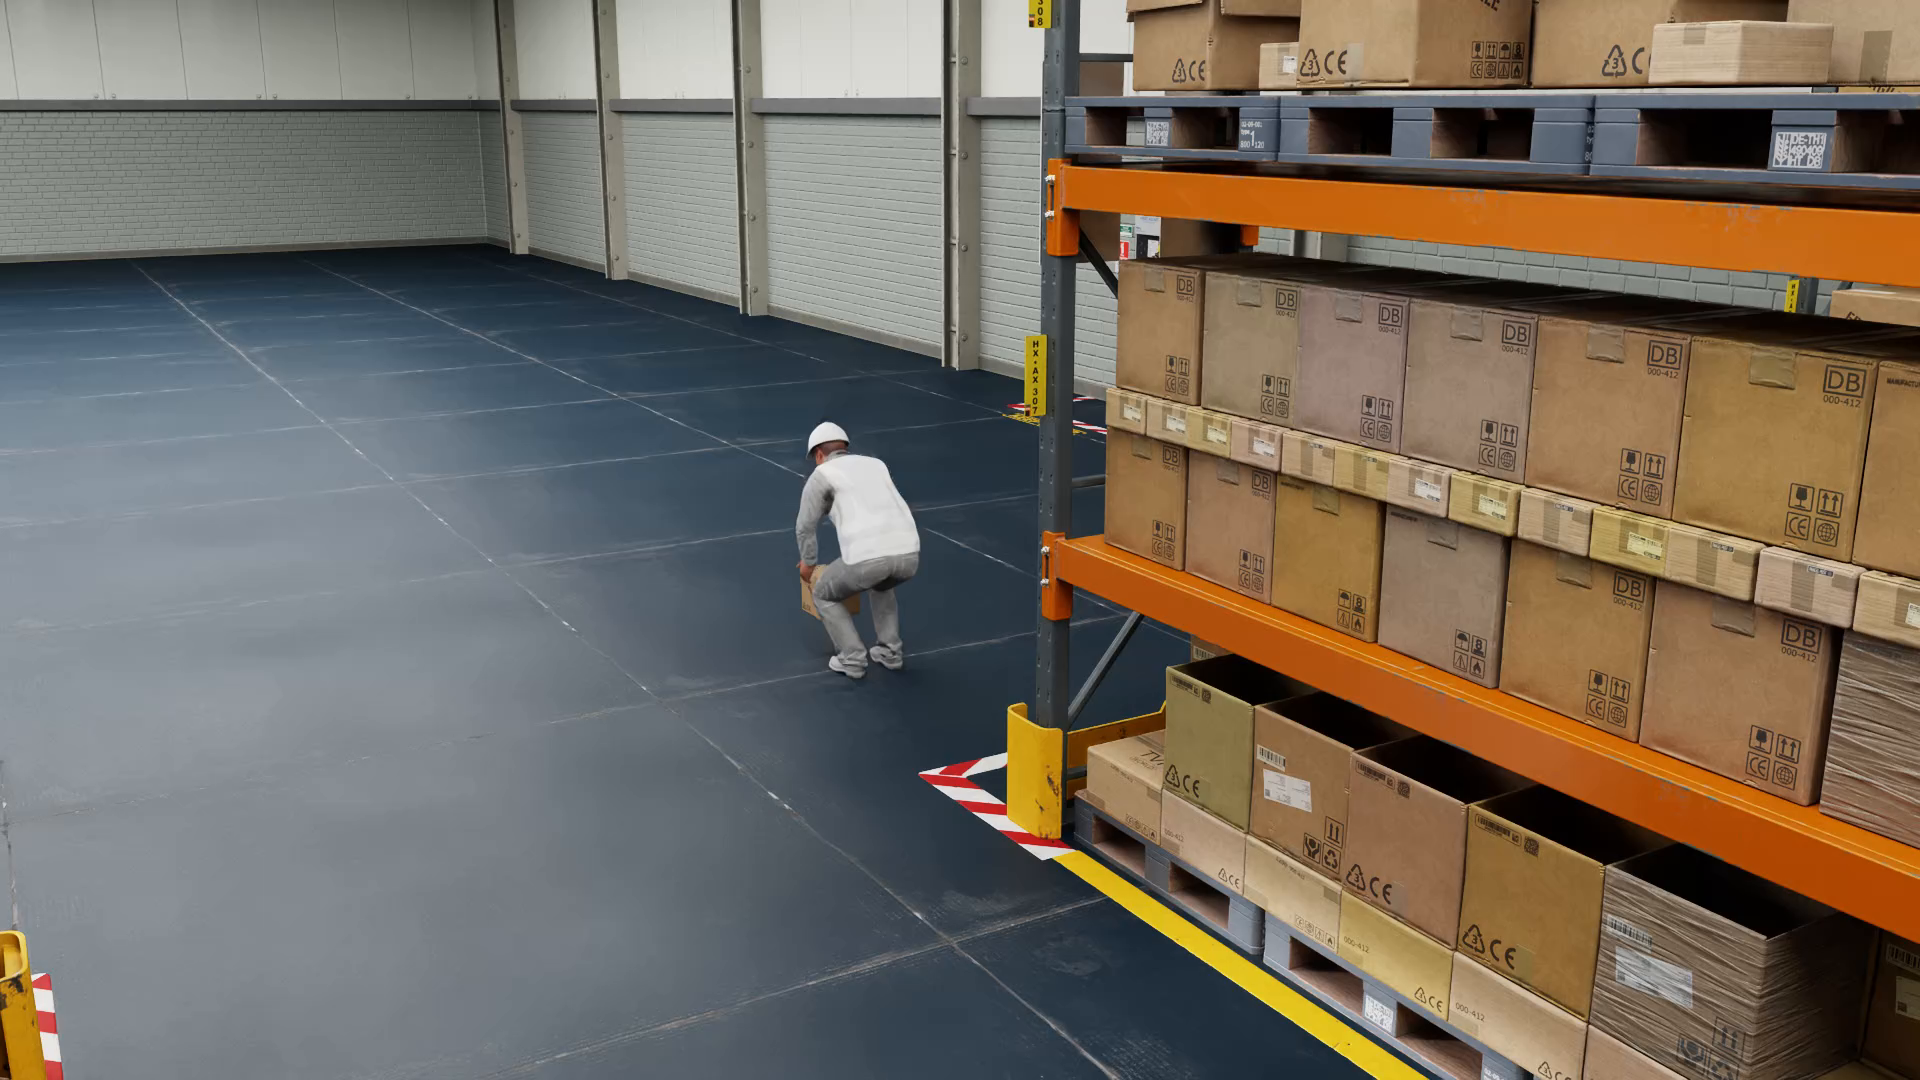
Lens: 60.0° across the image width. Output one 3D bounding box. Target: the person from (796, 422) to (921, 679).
[{"bbox_3d":[-0.580,0.057,9.119,0.588,1.333,0.810,-9,17,-30],"label":"person"}]
